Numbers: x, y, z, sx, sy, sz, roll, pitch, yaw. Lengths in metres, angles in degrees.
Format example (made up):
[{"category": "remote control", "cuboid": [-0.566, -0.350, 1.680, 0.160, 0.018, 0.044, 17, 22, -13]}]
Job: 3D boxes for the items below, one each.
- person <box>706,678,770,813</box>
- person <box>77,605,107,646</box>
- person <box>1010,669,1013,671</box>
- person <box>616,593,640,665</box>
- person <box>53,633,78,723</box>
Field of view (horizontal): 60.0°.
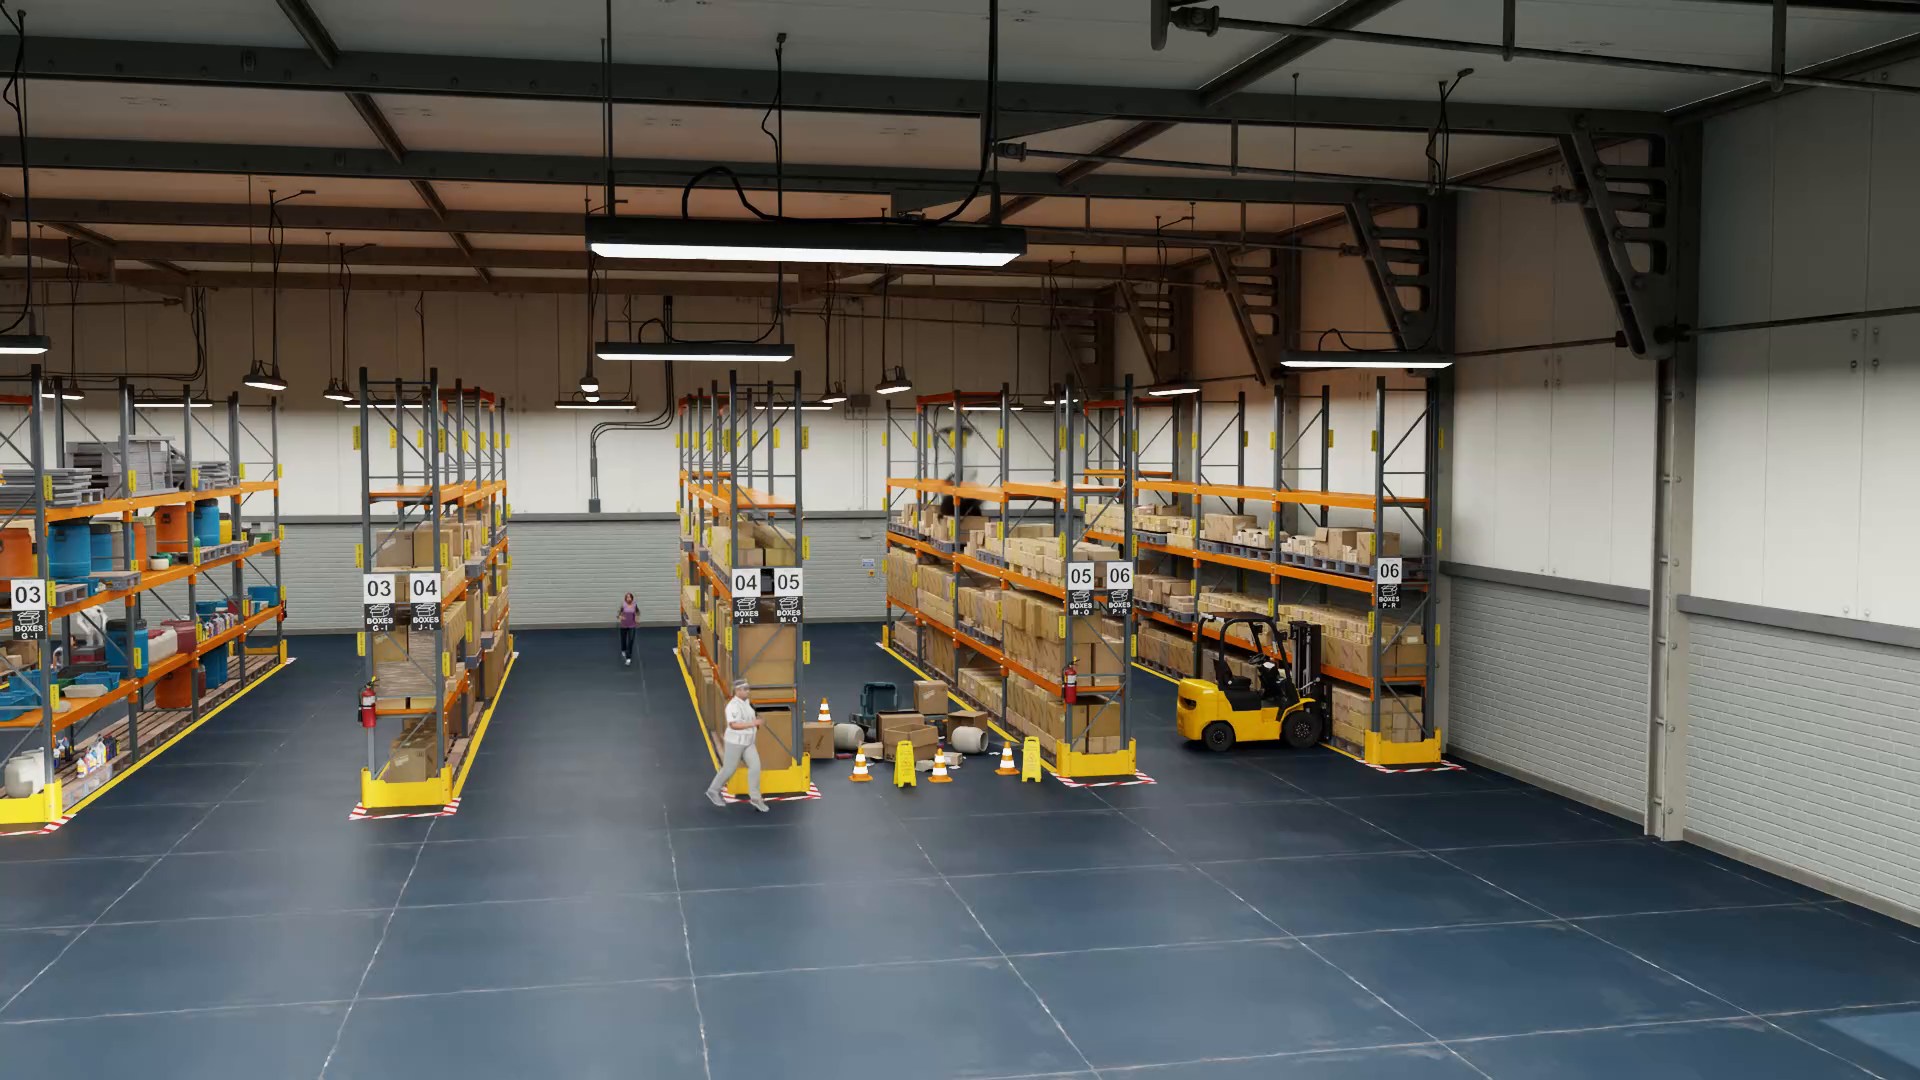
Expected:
[{"category": "person", "cuboid": [-3.014, 2.762, 22.516, 0.915, 1.816, 0.641, 2, 4, 24]}, {"category": "person", "cuboid": [-19.021, 2.004, 36.518, 0.639, 1.663, 0.528, -3, 5, -43]}, {"category": "person", "cuboid": [1.212, 1.973, 36.032, 0.725, 1.798, 0.949, -1, 3, -10]}, {"category": "person", "cuboid": [-7.451, 1.972, 37.361, 0.544, 1.594, 0.896, -1, 4, -15]}, {"category": "person", "cuboid": [-15.572, 2.431, 29.075, 0.594, 1.621, 0.775, -1, 3, -13]}]
